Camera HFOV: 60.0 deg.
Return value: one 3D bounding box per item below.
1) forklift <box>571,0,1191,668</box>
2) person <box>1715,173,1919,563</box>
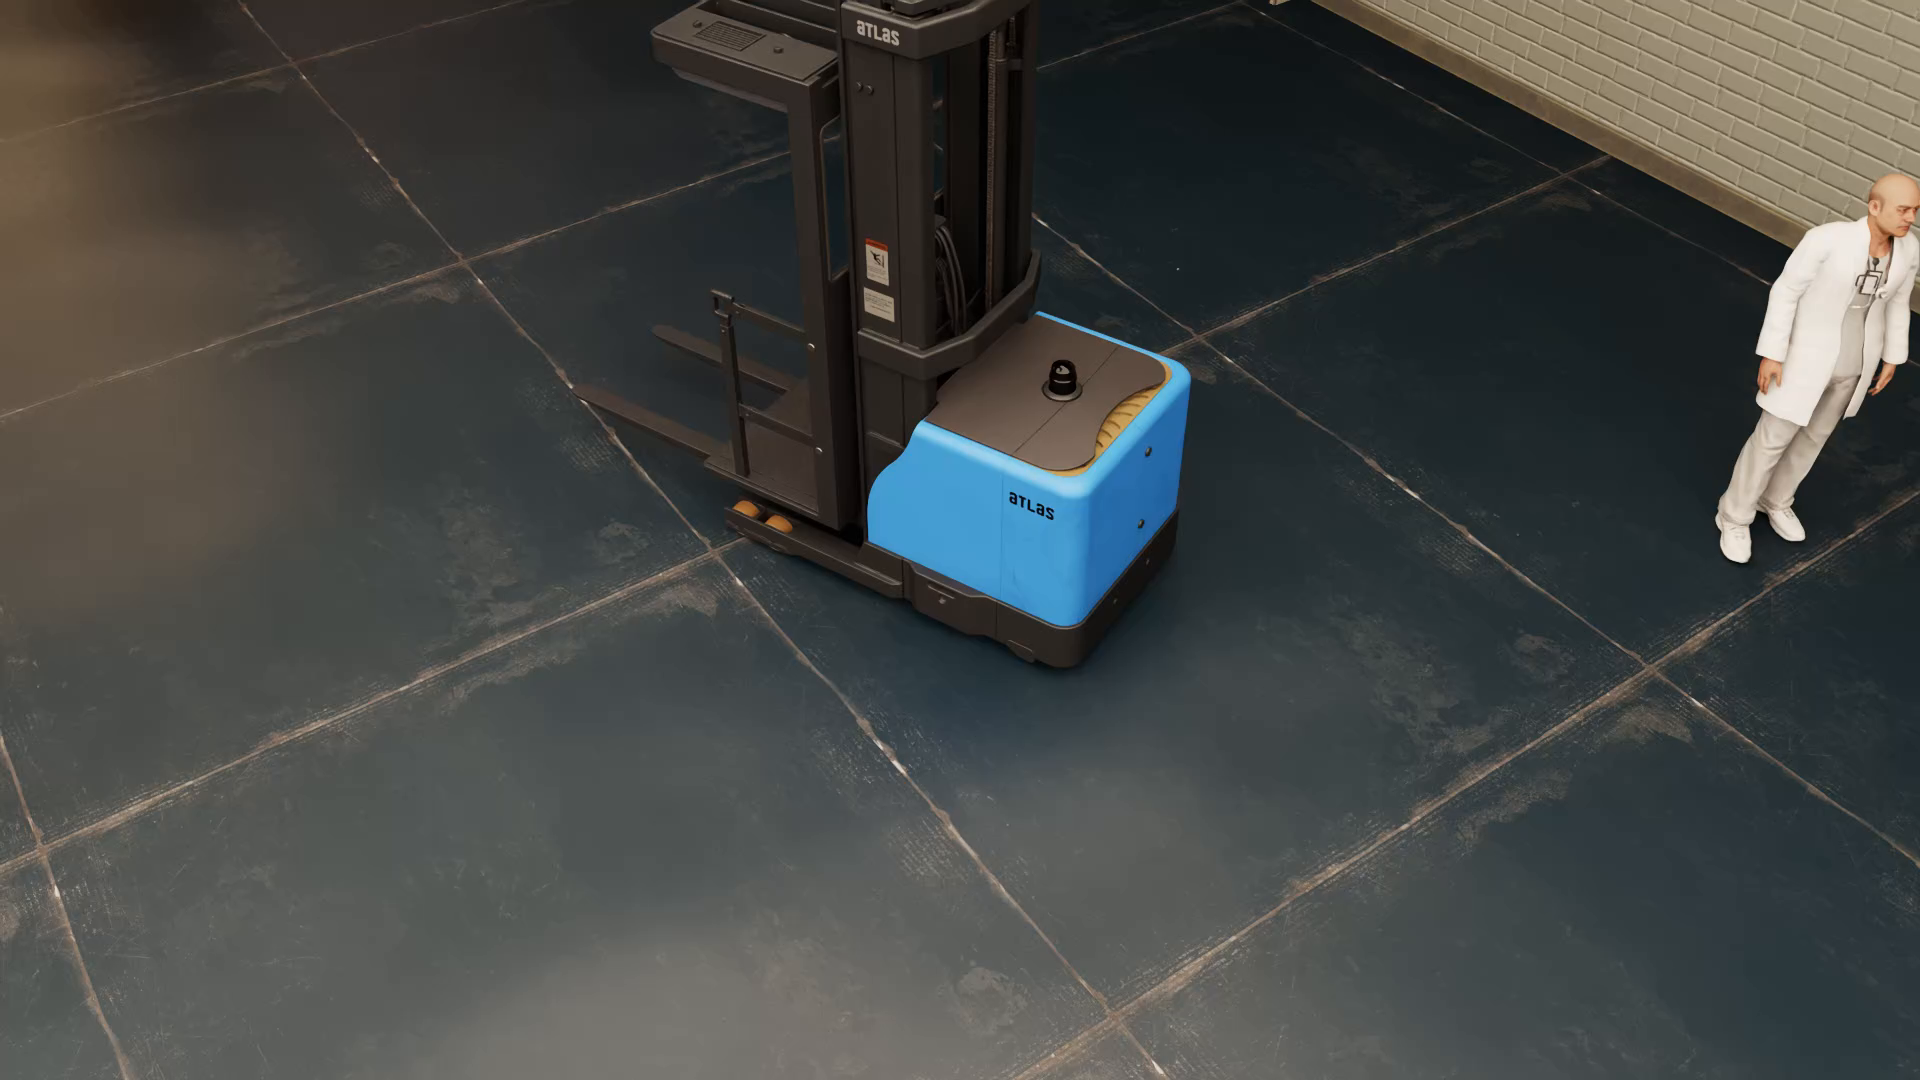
[{"bbox_3d":[-0.511,-1.302,7.129,3.031,2.935,1.130,24,48,24],"label":"forklift"},{"bbox_3d":[3.873,-0.737,7.356,0.694,1.776,0.583,-4,43,-4],"label":"person"}]
